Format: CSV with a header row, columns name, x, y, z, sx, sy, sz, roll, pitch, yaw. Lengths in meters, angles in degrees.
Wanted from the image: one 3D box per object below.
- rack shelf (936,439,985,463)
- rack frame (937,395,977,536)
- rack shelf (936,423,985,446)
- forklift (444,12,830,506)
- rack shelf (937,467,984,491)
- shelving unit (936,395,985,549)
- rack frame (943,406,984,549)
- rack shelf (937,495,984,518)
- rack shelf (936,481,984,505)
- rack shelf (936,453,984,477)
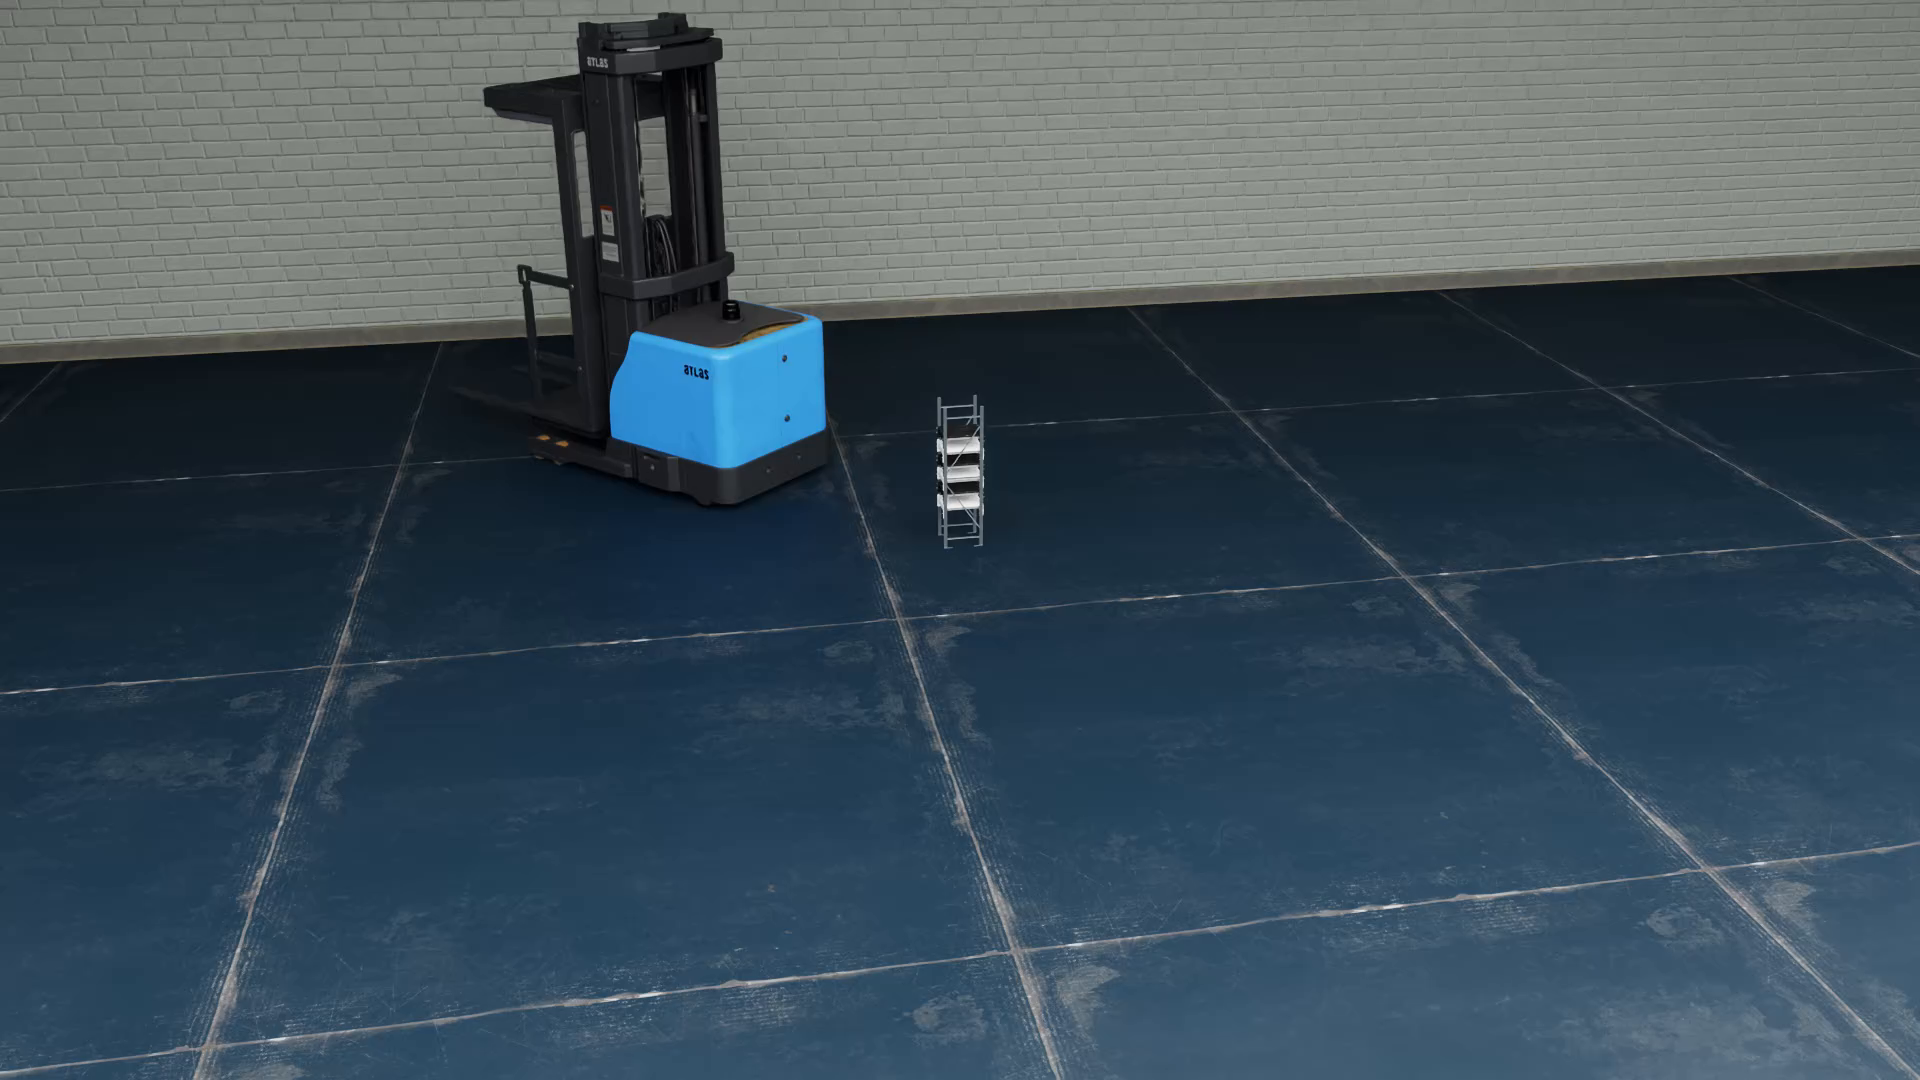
name,x,y,z,sx,sy,sz,roll,pitch,yaw
rack shelf,0.001,-0.544,10.004,0.258,0.077,0.200,-4,24,-10
rack frame,-0.017,-0.449,10.154,0.240,0.900,0.006,-4,24,-10
rack shelf,0.001,-0.626,9.968,0.258,0.077,0.200,-4,24,-10
forklift,-2.379,-2.011,11.191,3.031,2.935,1.130,16,28,32
rack shelf,0.001,-0.379,10.076,0.258,0.077,0.200,-4,24,-10
shelving unit,0.001,-0.409,10.063,0.258,0.900,0.210,-4,24,-10
rack frame,0.020,-0.369,9.971,0.240,0.900,0.006,-4,24,-10
rack shelf,0.001,-0.214,10.148,0.258,0.077,0.200,-4,24,-10
rack shelf,0.001,-0.296,10.112,0.258,0.077,0.200,-4,24,-10
rack shelf,0.001,-0.461,10.040,0.258,0.077,0.200,-4,24,-10
